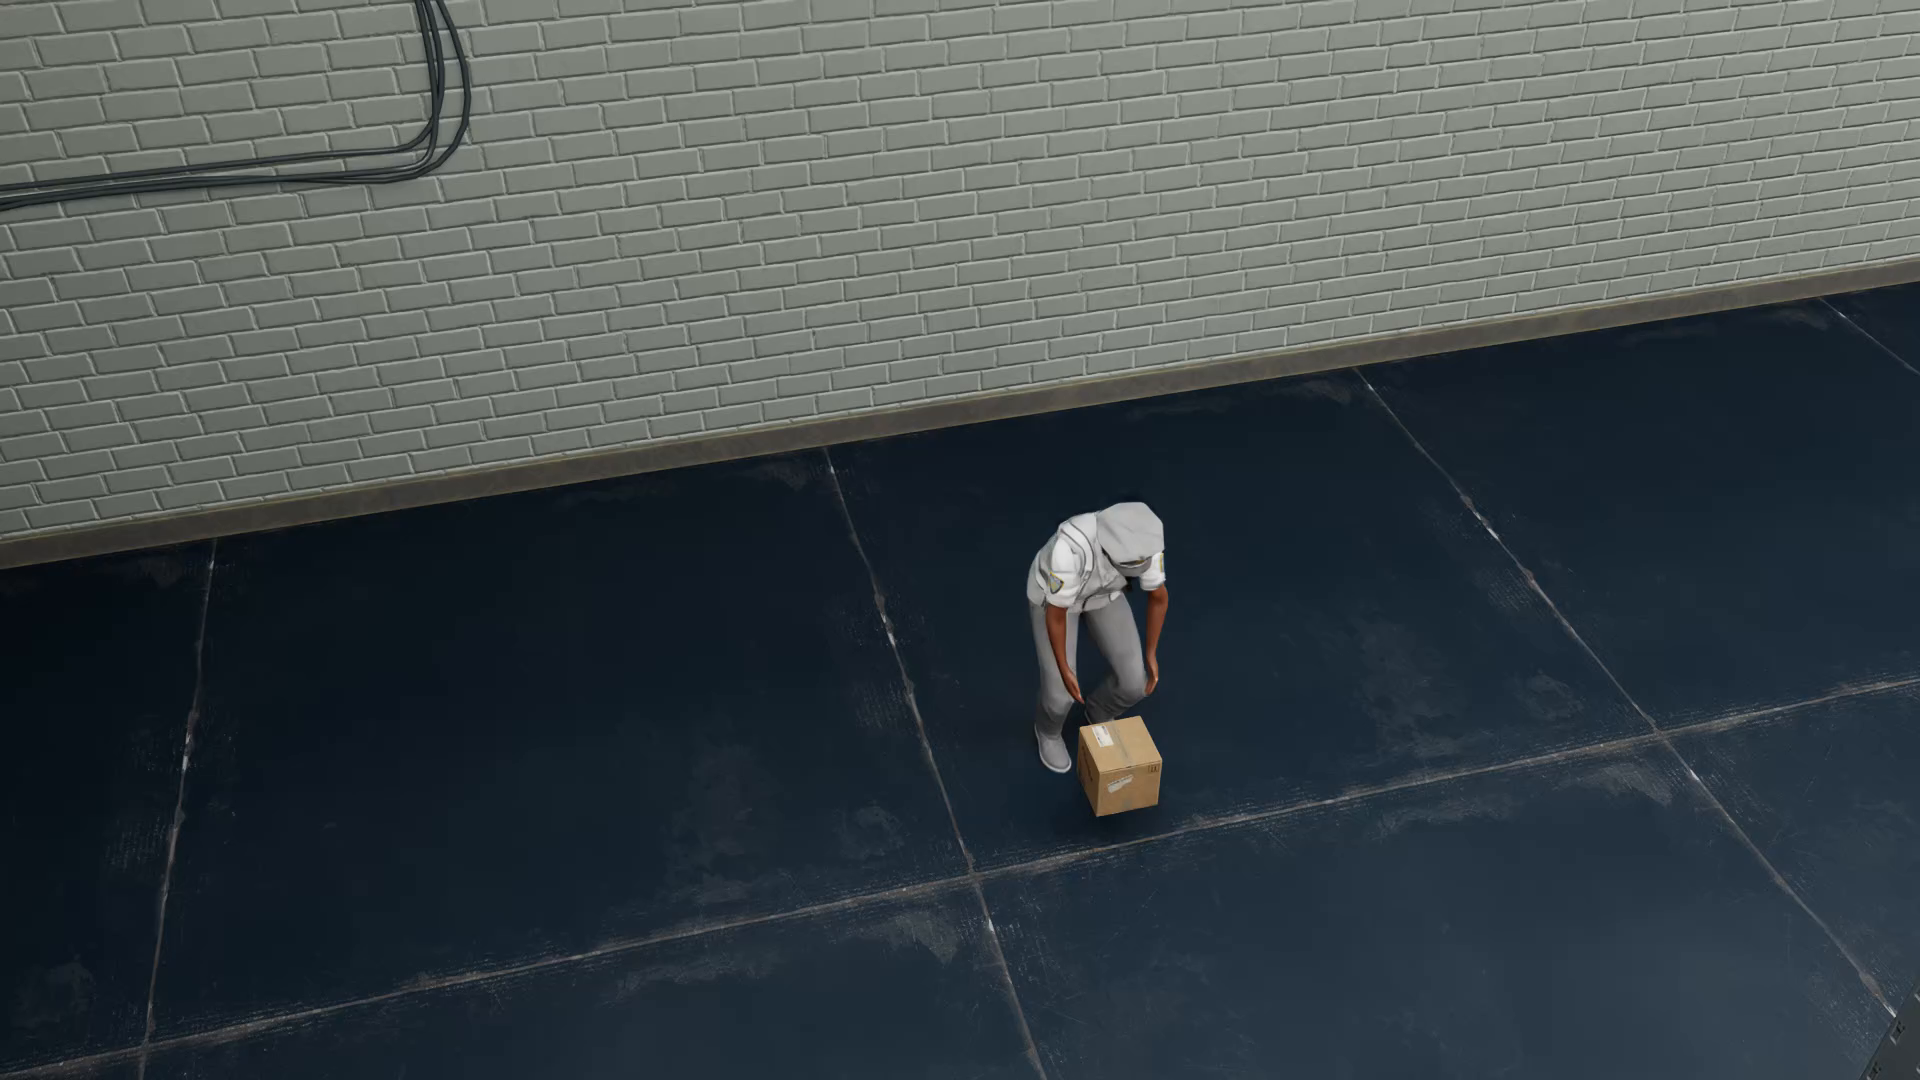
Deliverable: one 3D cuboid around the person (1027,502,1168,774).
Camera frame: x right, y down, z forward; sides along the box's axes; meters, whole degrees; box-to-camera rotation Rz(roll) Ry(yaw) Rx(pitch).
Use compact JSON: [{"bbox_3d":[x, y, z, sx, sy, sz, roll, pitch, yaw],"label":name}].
[{"bbox_3d":[0.545,0.331,6.526,0.496,1.388,0.707,-9,39,-12],"label":"person"}]
